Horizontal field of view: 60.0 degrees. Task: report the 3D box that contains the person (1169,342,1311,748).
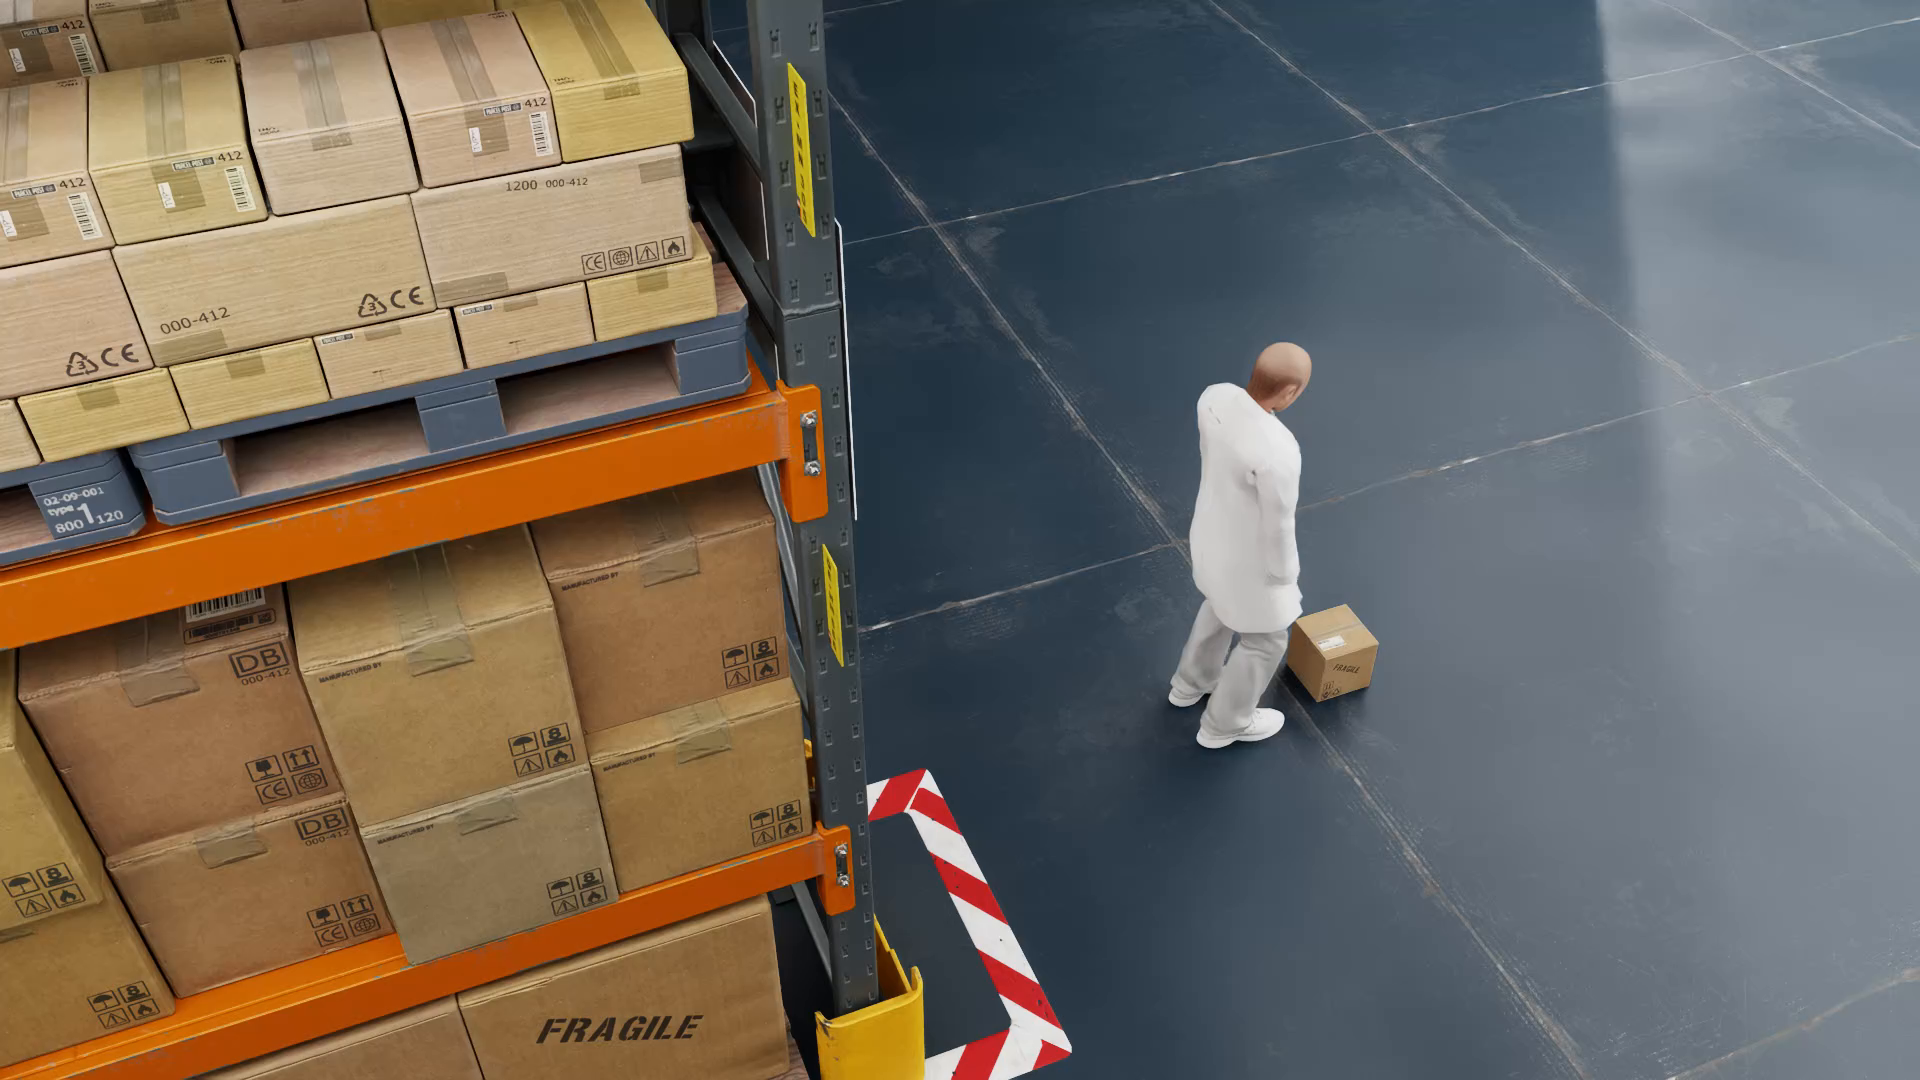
[{"bbox_3d":[1.054,0.018,6.178,0.388,1.752,0.579,-14,43,-16],"label":"person"}]
